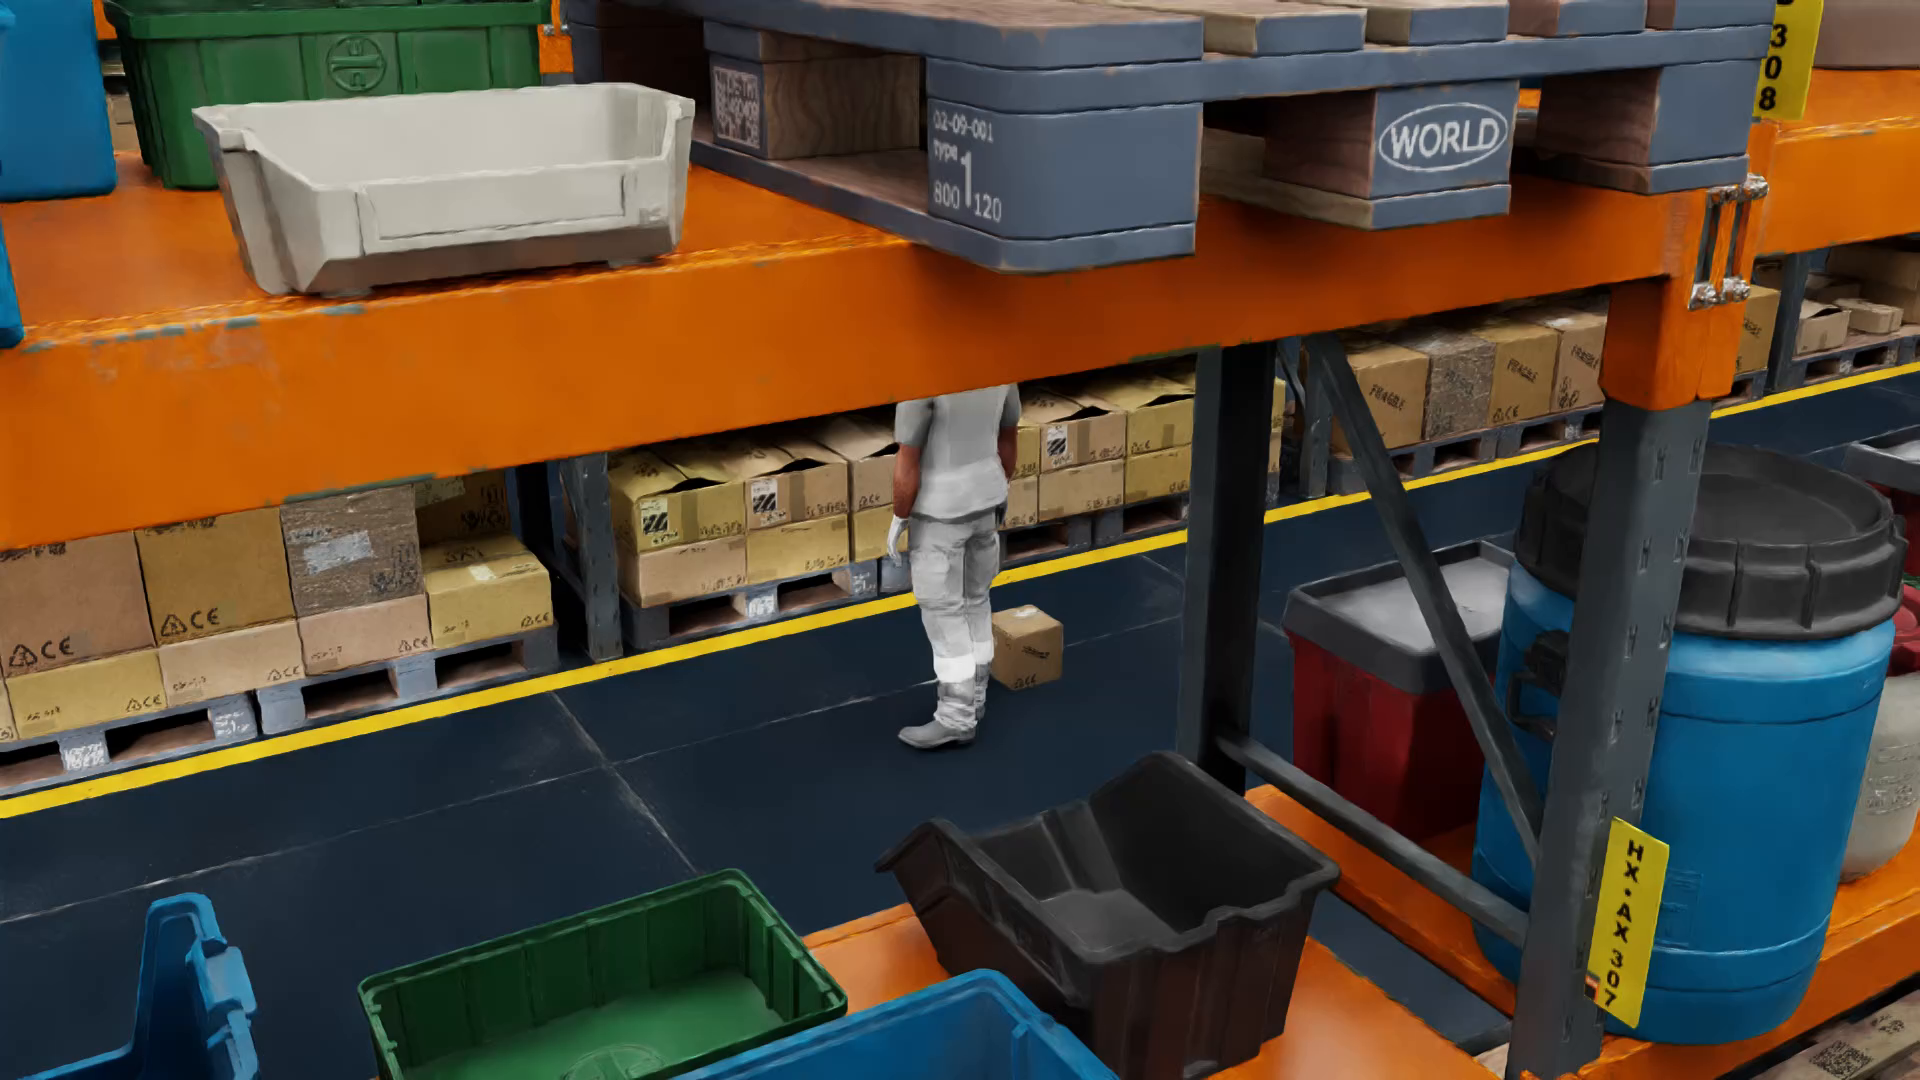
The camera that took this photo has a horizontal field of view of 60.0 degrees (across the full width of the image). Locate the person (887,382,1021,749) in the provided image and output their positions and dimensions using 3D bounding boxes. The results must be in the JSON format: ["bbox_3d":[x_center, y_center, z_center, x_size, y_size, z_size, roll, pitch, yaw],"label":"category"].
[{"bbox_3d":[-0.034,-0.113,6.306,0.585,1.789,0.434,-18,28,-38],"label":"person"}]
